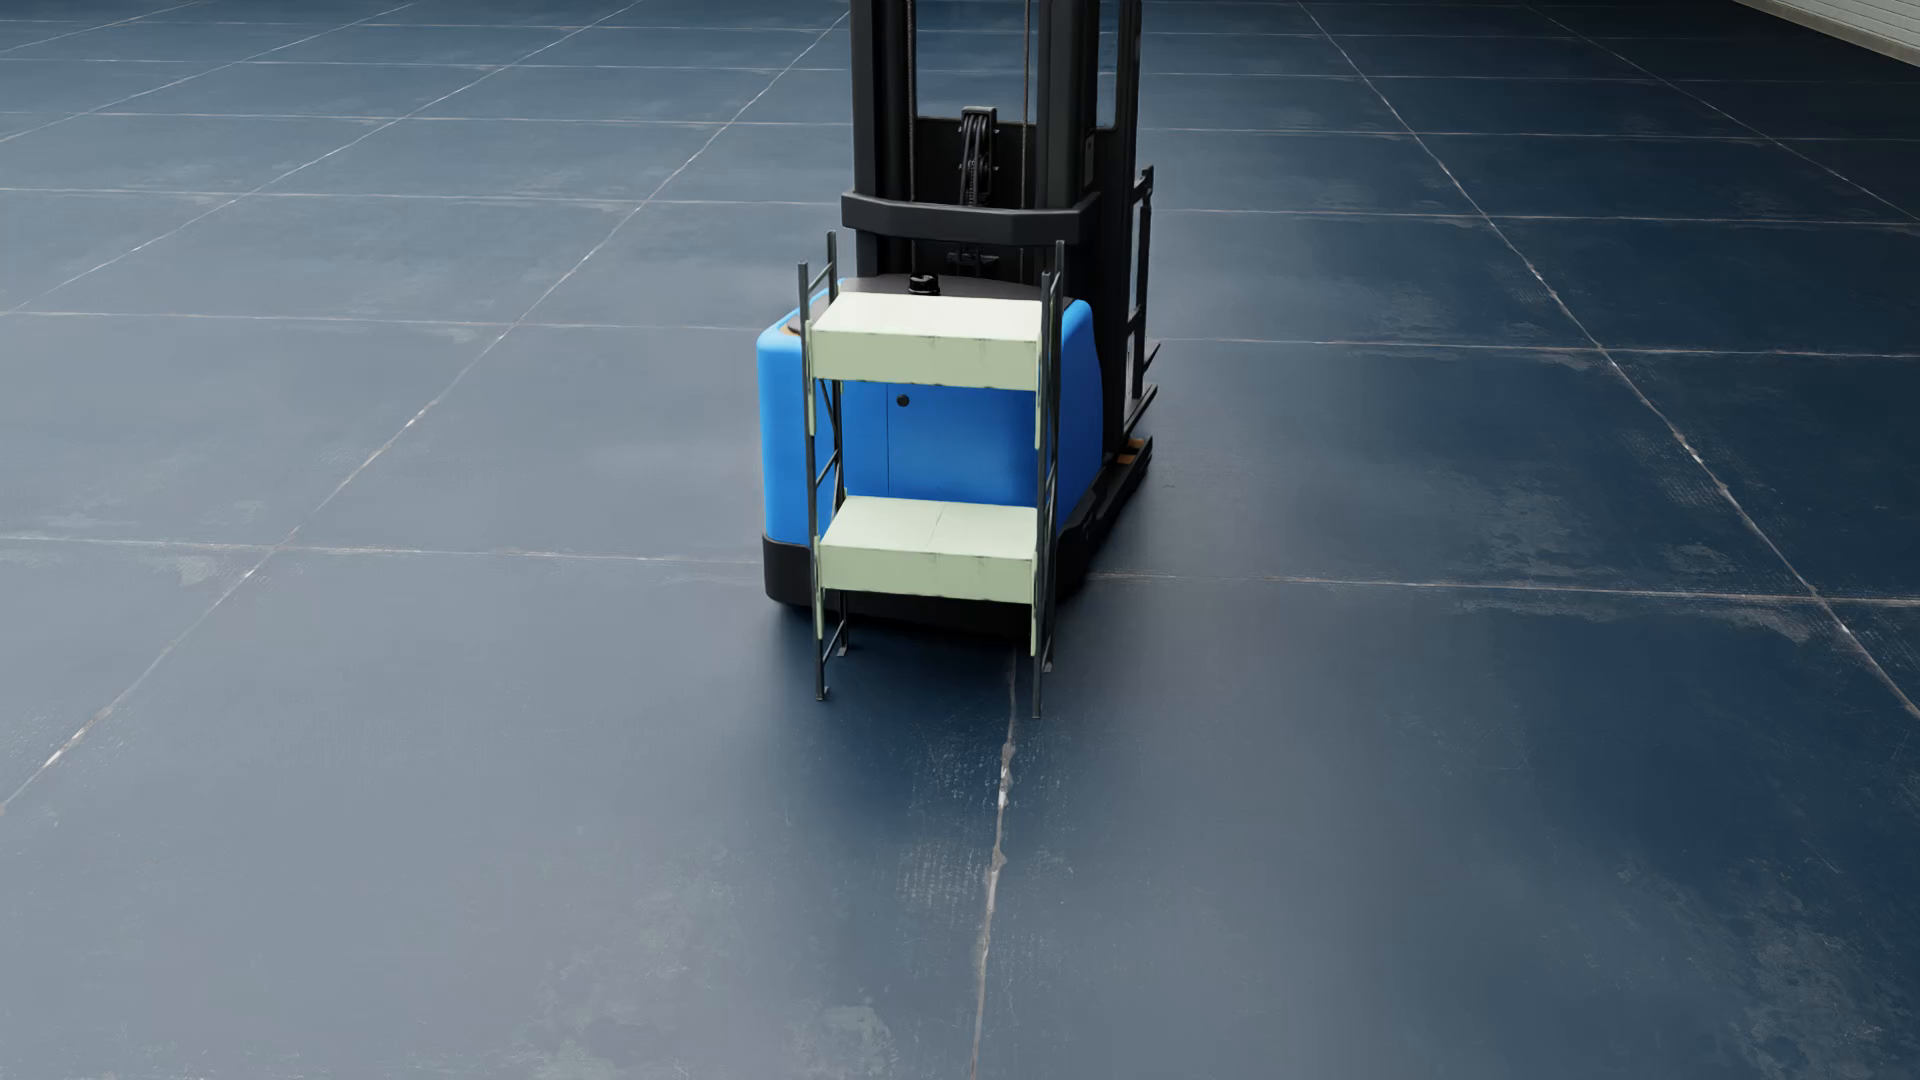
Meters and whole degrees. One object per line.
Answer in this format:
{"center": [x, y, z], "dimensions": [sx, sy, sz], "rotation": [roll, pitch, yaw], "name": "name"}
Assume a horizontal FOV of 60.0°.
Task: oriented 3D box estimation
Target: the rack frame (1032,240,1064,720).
{"center": [0.282, -0.173, 5.332], "dimensions": [0.023, 1.500, 0.400], "rotation": [4, 25, 9], "name": "rack frame"}

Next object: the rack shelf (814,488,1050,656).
{"center": [-0.079, 0.098, 5.522], "dimensions": [0.720, 0.370, 0.431], "rotation": [4, 25, 9], "name": "rack shelf"}

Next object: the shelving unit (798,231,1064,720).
{"center": [-0.079, -0.198, 5.386], "dimensions": [0.755, 1.500, 0.431], "rotation": [4, 25, 9], "name": "shelving unit"}

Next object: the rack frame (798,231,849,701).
{"center": [-0.440, -0.223, 5.441], "dimensions": [0.023, 1.500, 0.400], "rotation": [4, 25, 9], "name": "rack frame"}

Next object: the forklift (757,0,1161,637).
{"center": [0.219, -1.584, 6.687], "dimensions": [1.130, 2.935, 3.031], "rotation": [8, 26, 16], "name": "forklift"}

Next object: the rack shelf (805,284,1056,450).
{"center": [-0.079, -0.553, 5.223], "dimensions": [0.720, 0.370, 0.431], "rotation": [4, 25, 9], "name": "rack shelf"}
